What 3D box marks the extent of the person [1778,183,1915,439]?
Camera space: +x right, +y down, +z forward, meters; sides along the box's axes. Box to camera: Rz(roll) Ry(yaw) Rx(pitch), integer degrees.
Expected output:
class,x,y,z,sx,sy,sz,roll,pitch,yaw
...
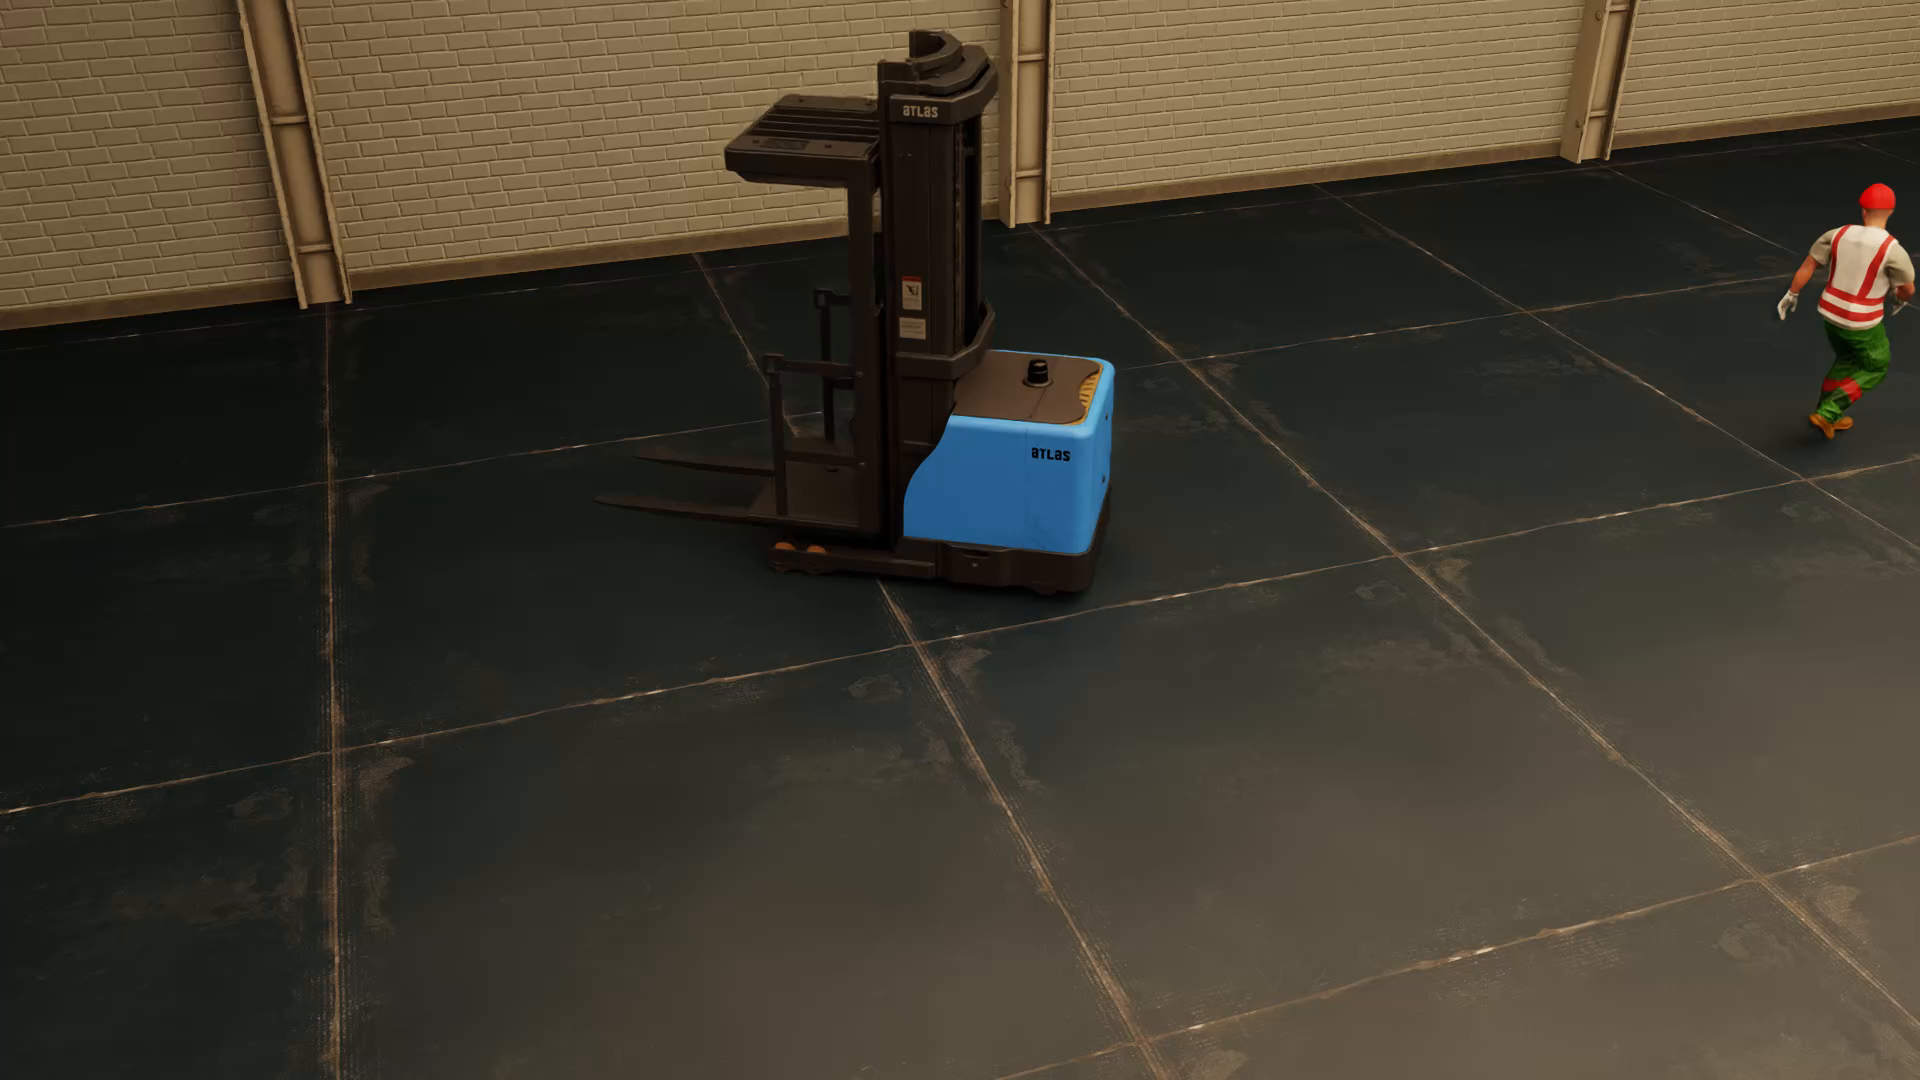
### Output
class,x,y,z,sx,sy,sz,roll,pitch,yaw
person,5.837,-1.495,10.895,0.614,1.726,0.711,-11,32,-19

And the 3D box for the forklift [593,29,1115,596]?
class,x,y,z,sx,sy,sz,roll,pitch,yaw
forklift,-0.657,-1.319,9.380,3.031,2.935,1.130,6,30,10
